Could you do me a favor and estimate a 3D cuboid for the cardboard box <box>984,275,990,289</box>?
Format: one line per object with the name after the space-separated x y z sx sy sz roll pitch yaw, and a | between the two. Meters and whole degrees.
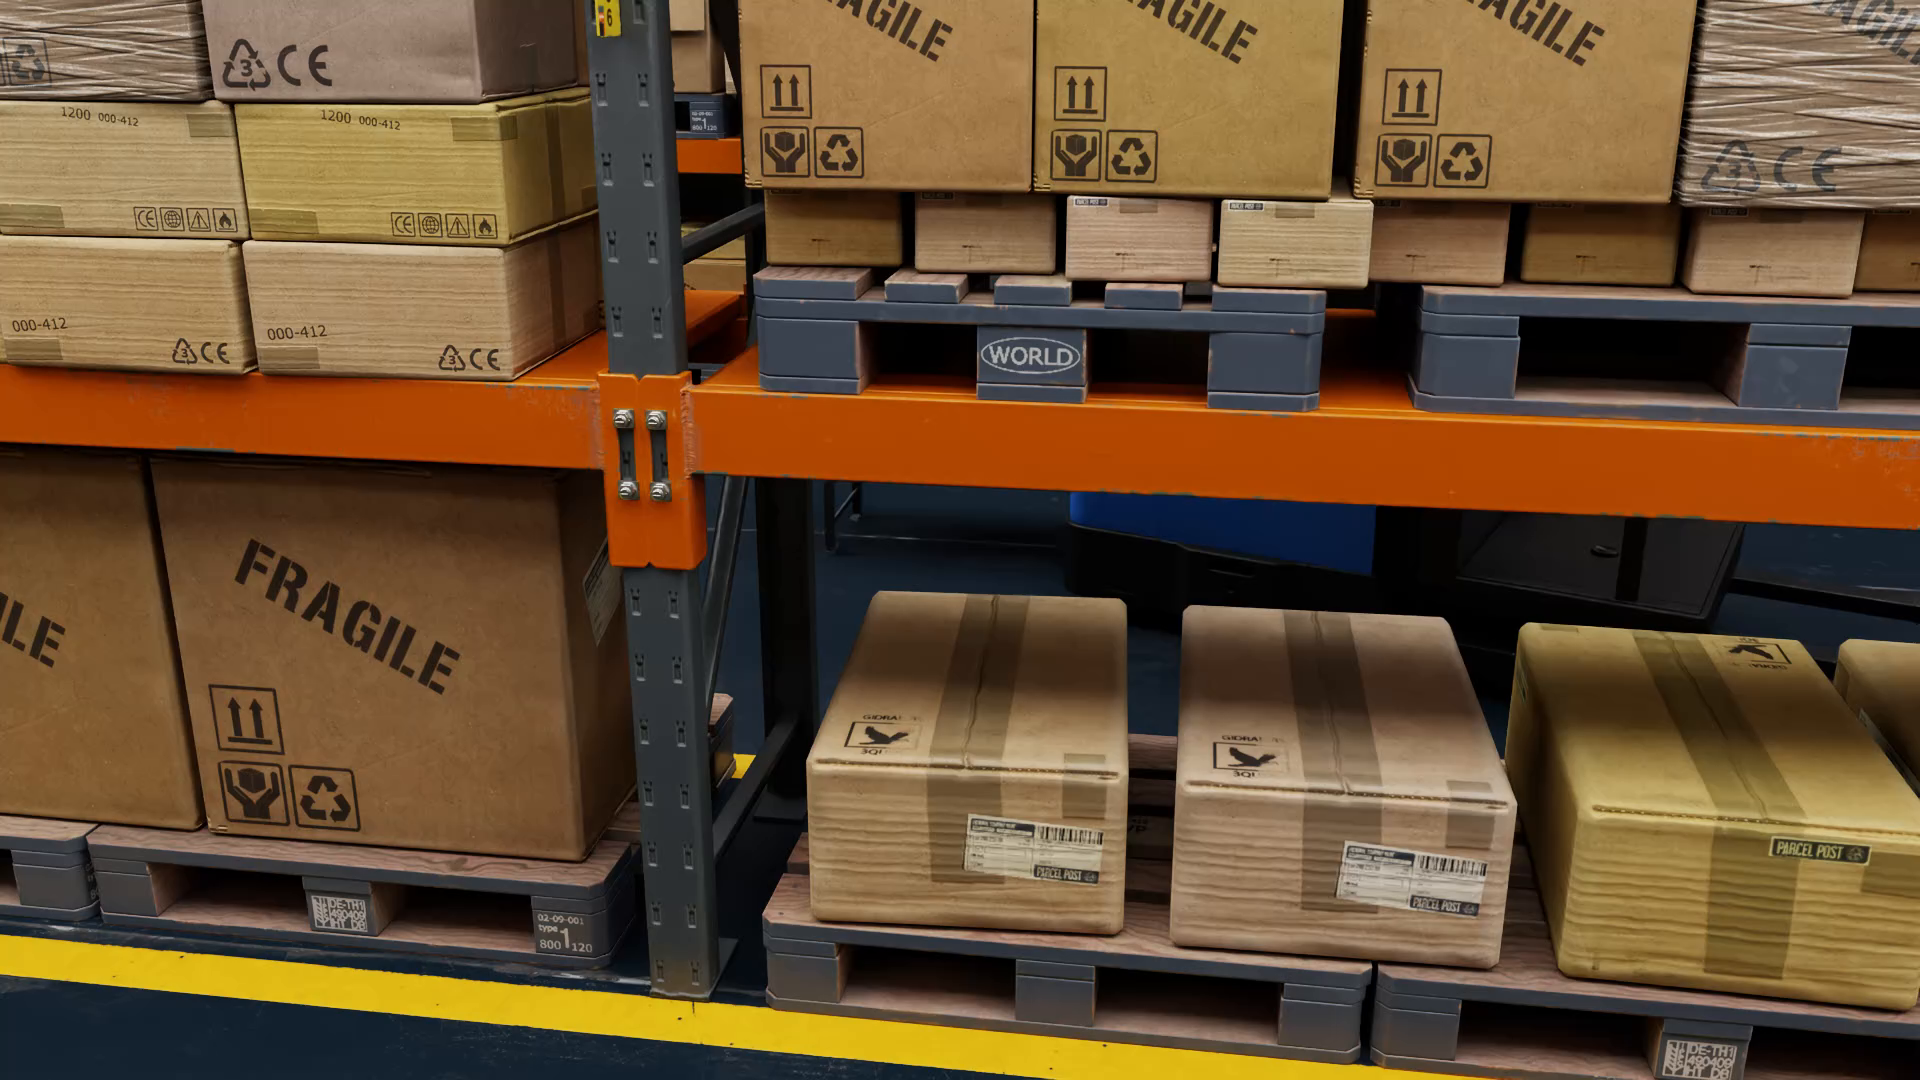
-0.091 -1.302 8.744 0.500 0.500 0.500 4 19 11 | cardboard box

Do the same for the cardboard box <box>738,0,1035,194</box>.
-0.095 -0.916 3.026 0.500 0.500 0.500 2 19 7 | cardboard box

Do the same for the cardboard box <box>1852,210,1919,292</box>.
1.646 -0.543 2.934 0.250 0.149 0.380 2 19 7 | cardboard box

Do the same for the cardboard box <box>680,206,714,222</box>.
-1.470 -1.673 8.830 0.250 0.149 0.380 3 19 9 | cardboard box

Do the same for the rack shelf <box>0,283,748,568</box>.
-2.478 -0.383 3.855 4.000 0.370 1.077 3 19 9 | rack shelf

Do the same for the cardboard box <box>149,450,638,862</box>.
-1.172 0.124 3.893 0.875 0.875 0.875 3 19 8 | cardboard box

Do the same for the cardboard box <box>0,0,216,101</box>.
-1.563 -1.113 3.168 0.500 0.500 0.500 3 19 10 | cardboard box

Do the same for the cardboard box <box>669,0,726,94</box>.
-1.360 -2.451 8.078 0.637 0.503 0.797 2 19 7 | cardboard box

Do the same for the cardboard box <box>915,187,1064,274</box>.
0.062 -0.605 3.117 0.250 0.149 0.380 2 19 5 | cardboard box

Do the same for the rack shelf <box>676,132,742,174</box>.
-1.694 -1.939 8.503 4.000 0.370 1.077 3 19 9 | rack shelf

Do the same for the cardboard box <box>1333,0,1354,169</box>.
1.001 -1.028 3.360 0.500 0.500 0.500 2 19 5 | cardboard box

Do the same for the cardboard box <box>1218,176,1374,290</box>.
0.593 -0.556 2.972 0.250 0.149 0.380 3 19 9 | cardboard box

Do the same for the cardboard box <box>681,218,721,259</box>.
-1.274 -1.517 8.365 0.250 0.149 0.380 3 19 8 | cardboard box

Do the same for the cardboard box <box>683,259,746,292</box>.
-1.180 -1.201 8.442 0.500 0.500 0.500 4 19 11 | cardboard box

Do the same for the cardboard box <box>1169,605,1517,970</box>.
0.783 0.489 3.593 0.625 0.372 0.950 3 19 8 | cardboard box

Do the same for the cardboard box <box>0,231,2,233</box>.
-2.037 -0.779 3.351 0.500 0.250 0.500 2 19 7 | cardboard box

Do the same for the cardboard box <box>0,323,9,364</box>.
-2.045 -0.548 3.450 0.500 0.250 0.500 3 19 8 | cardboard box

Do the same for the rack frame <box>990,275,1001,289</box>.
0.281 -2.179 8.089 0.127 3.000 1.000 3 19 9 | rack frame

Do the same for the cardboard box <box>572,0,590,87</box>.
-0.951 -1.247 3.569 0.500 0.500 0.500 2 19 7 | cardboard box

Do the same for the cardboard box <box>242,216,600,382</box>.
-1.043 -0.497 3.297 0.500 0.250 0.500 2 19 7 | cardboard box

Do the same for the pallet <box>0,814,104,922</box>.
-2.470 0.573 4.258 1.213 0.211 1.003 3 19 9 | pallet

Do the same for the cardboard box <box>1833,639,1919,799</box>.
2.218 0.564 3.371 0.625 0.372 0.950 4 19 12 | cardboard box

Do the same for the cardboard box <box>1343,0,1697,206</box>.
0.946 -0.868 2.881 0.500 0.500 0.500 3 19 10 | cardboard box

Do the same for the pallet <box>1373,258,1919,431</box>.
1.458 -0.446 3.211 1.213 0.211 1.003 3 19 9 | pallet

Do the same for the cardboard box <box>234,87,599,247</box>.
-1.021 -0.735 3.220 0.500 0.250 0.500 3 19 8 | cardboard box

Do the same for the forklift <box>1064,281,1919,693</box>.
1.886 -1.058 4.847 3.031 2.935 1.130 10 21 28 | forklift

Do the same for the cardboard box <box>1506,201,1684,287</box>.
1.129 -0.566 3.002 0.250 0.149 0.380 4 19 11 | cardboard box

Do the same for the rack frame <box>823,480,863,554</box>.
-0.444 -0.739 6.148 0.032 1.500 0.500 3 19 9 | rack frame

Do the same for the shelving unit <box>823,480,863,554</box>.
0.058 -0.712 6.069 1.048 1.500 0.538 3 19 9 | shelving unit

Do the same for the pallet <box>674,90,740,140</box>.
-1.640 -2.185 8.407 1.213 0.211 1.003 3 19 9 | pallet

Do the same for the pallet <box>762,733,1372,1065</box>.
0.268 0.738 3.764 1.213 0.211 1.003 3 19 9 | pallet

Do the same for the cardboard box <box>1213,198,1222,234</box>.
0.637 -0.756 3.571 0.250 0.149 0.380 2 19 6 | cardboard box
